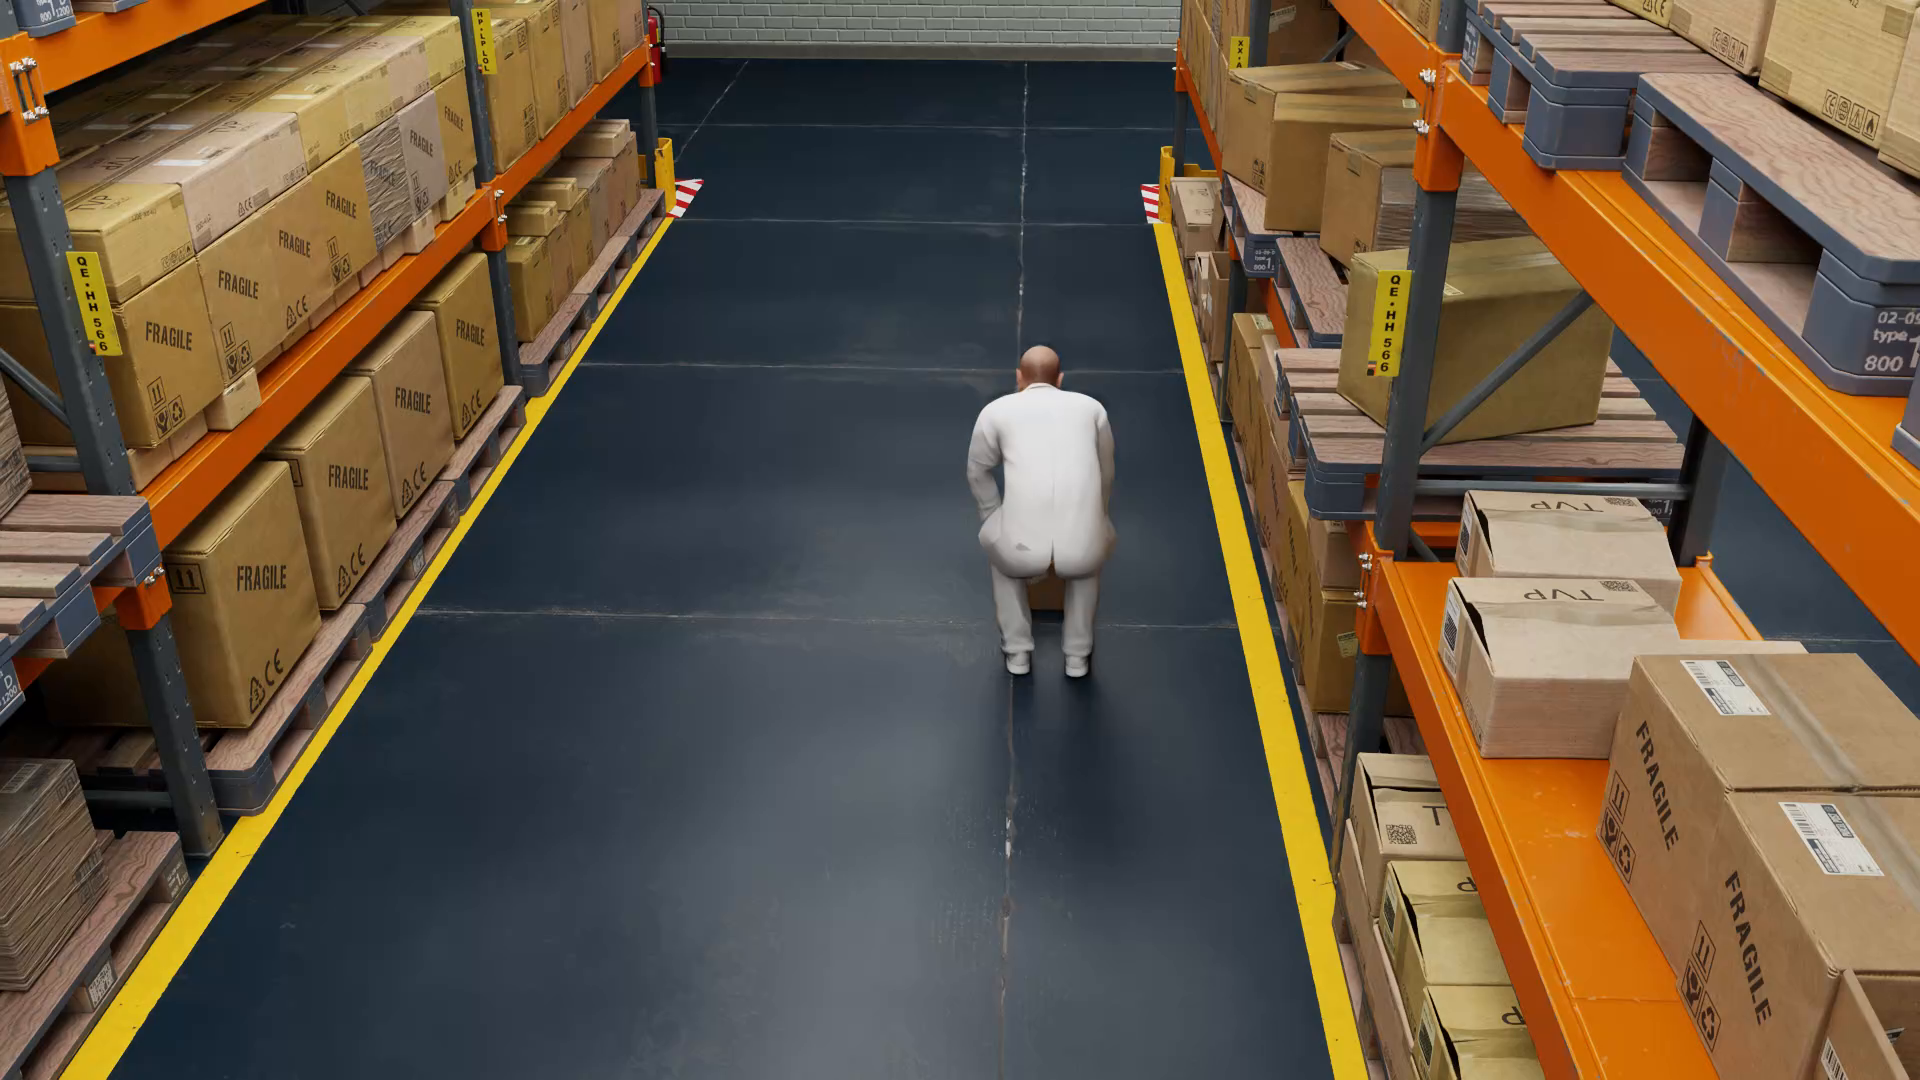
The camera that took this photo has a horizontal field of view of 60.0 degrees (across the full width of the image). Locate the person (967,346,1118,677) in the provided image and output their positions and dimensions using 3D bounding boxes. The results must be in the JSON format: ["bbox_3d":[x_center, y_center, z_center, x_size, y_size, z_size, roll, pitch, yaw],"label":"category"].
[{"bbox_3d":[0.339,-0.090,6.875,0.631,1.256,0.793,1,28,2],"label":"person"}]
